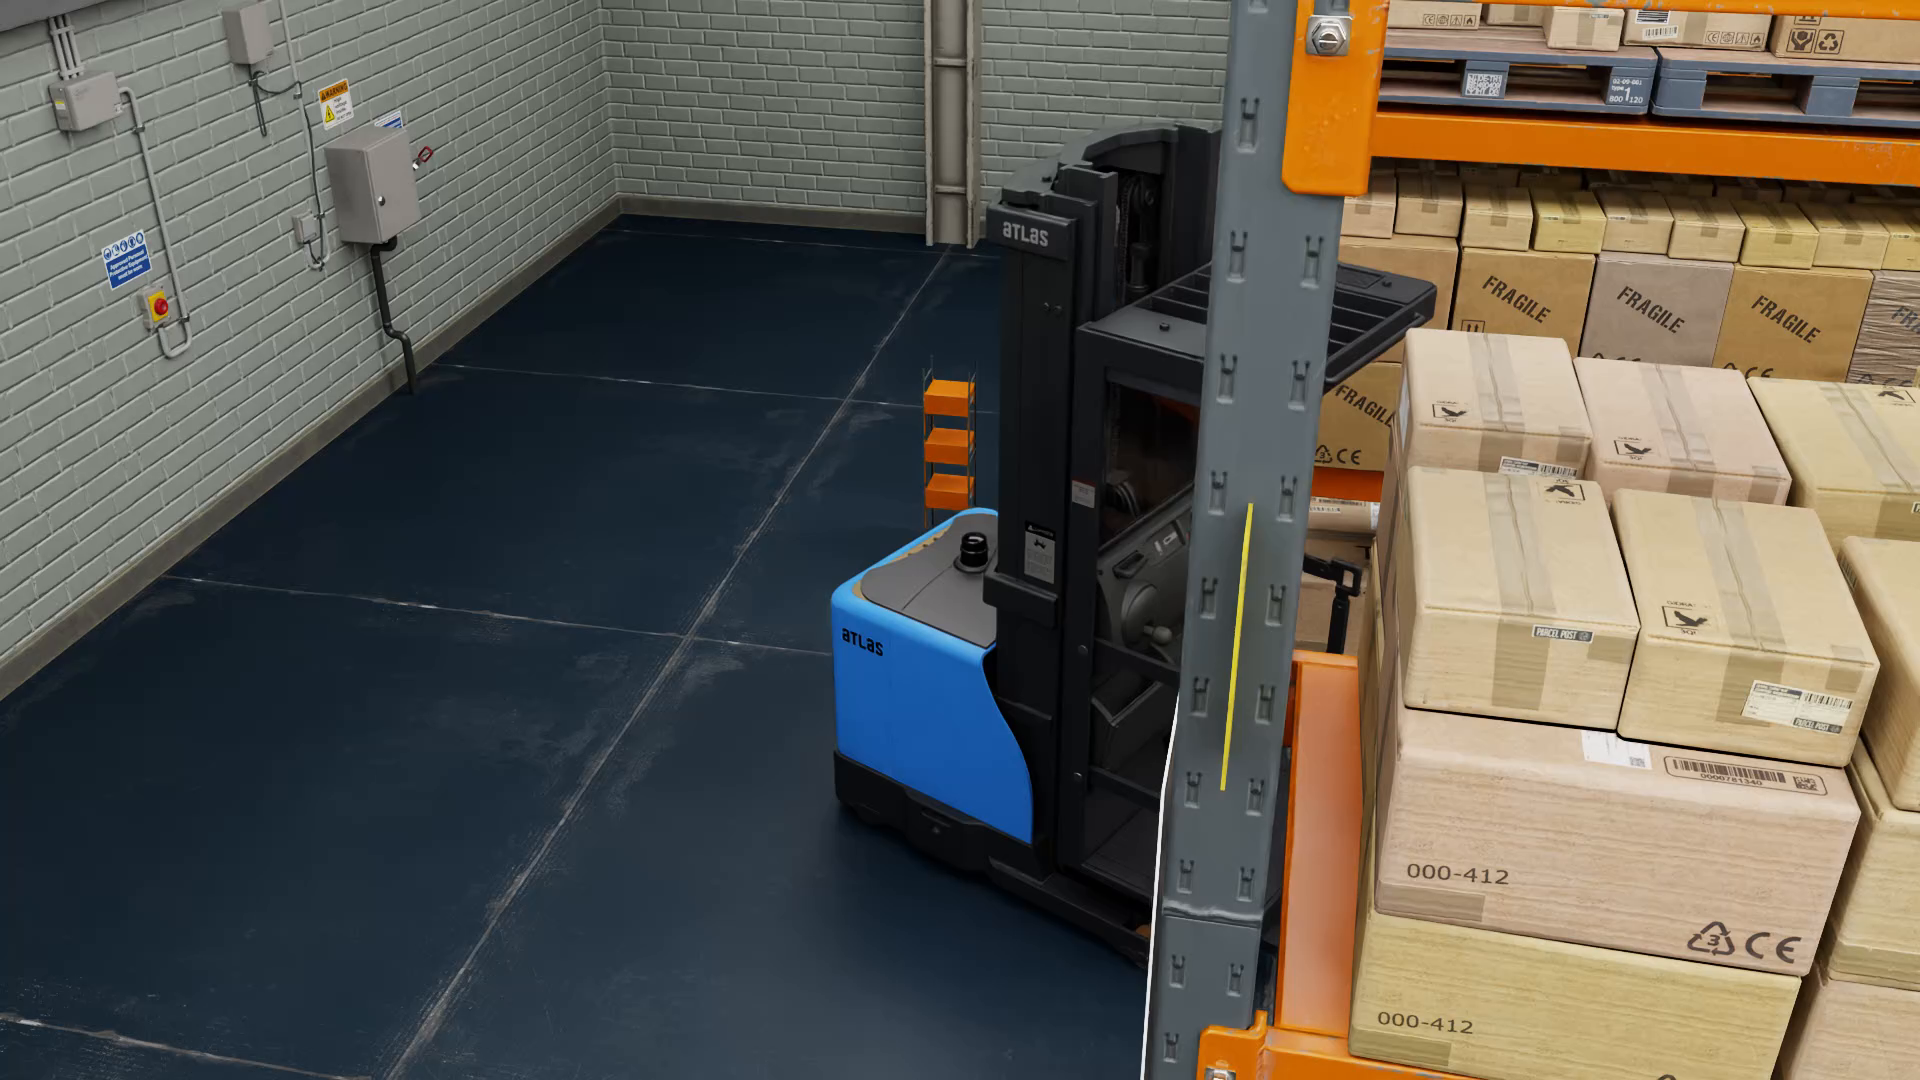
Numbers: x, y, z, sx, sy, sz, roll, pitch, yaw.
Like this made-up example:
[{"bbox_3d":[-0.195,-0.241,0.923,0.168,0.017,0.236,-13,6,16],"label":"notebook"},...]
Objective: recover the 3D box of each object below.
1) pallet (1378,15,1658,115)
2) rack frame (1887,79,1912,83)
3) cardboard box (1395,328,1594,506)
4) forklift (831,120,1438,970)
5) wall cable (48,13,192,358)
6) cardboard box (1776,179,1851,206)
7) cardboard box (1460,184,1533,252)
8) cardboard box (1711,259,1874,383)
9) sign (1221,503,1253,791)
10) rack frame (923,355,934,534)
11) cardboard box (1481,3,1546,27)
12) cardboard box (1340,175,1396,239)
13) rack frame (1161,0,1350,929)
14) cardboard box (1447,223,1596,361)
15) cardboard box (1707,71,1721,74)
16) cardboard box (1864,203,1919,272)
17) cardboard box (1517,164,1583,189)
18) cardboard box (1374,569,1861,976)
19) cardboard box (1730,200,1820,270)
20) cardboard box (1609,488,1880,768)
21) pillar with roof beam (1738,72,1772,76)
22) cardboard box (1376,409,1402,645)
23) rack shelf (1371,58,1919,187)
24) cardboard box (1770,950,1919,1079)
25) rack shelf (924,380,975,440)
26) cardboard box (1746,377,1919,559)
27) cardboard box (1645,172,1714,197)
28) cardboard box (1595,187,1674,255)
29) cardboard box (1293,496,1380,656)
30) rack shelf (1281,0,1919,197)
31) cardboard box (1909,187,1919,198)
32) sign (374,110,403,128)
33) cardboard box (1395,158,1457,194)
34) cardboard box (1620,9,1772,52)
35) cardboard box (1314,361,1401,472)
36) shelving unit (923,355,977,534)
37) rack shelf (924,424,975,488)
[{"bbox_3d":[2.087,-1.975,6.703,1.213,0.211,1.003,6,29,11],"label":"pallet"},{"bbox_3d":[6.304,-2.698,11.055,0.127,3.000,1.000,6,29,11],"label":"rack frame"},{"bbox_3d":[0.810,-0.182,2.555,0.250,0.149,0.380,6,29,10],"label":"cardboard box"},{"bbox_3d":[0.945,0.105,6.006,3.031,2.935,1.130,20,35,32],"label":"forklift"},{"bbox_3d":[-4.160,-1.782,8.290,0.123,1.953,0.585,6,29,11],"label":"wall cable"},{"bbox_3d":[3.531,-1.449,6.952,0.250,0.149,0.380,6,29,11],"label":"cardboard box"},{"bbox_3d":[2.150,-1.296,6.674,0.250,0.149,0.380,7,29,12],"label":"cardboard box"},{"bbox_3d":[3.269,-0.922,6.666,0.500,0.500,0.500,6,29,11],"label":"cardboard box"},{"bbox_3d":[0.311,0.123,1.868,0.005,0.325,0.100,6,29,11],"label":"sign"},{"bbox_3d":[-0.172,-0.478,9.030,0.008,1.050,0.200,6,29,11],"label":"rack frame"},{"bbox_3d":[2.244,-2.194,6.731,0.250,0.149,0.380,4,29,7],"label":"cardboard box"},{"bbox_3d":[1.648,-1.369,6.807,0.250,0.149,0.380,6,29,12],"label":"cardboard box"},{"bbox_3d":[0.424,-1.064,1.824,0.127,3.000,1.000,6,29,11],"label":"rack frame"},{"bbox_3d":[2.276,-1.020,6.844,0.500,0.500,0.500,5,29,9],"label":"cardboard box"},{"bbox_3d":[4.903,-3.366,11.340,0.500,0.500,0.500,5,29,9],"label":"cardboard box"},{"bbox_3d":[3.666,-1.173,6.448,0.250,0.149,0.380,5,29,9],"label":"cardboard box"},{"bbox_3d":[2.513,-1.548,7.133,0.250,0.149,0.380,7,29,12],"label":"cardboard box"},{"bbox_3d":[0.809,0.265,2.155,0.500,0.250,0.500,6,29,11],"label":"cardboard box"},{"bbox_3d":[3.156,-1.194,6.486,0.250,0.149,0.380,5,29,9],"label":"cardboard box"},{"bbox_3d":[0.939,0.096,2.047,0.250,0.149,0.380,7,29,13],"label":"cardboard box"},{"bbox_3d":[4.912,-3.801,6.822,0.400,9.000,9.100,6,29,11],"label":"pillar with roof beam"},{"bbox_3d":[0.928,0.024,2.594,0.500,0.250,0.500,5,29,9],"label":"cardboard box"},{"bbox_3d":[3.315,-1.567,6.615,4.000,0.370,1.077,6,29,11],"label":"rack shelf"},{"bbox_3d":[1.324,0.537,2.178,0.500,0.250,0.500,7,29,12],"label":"cardboard box"},{"bbox_3d":[-0.052,-0.705,8.877,0.240,0.259,0.215,6,29,11],"label":"rack shelf"},{"bbox_3d":[1.282,-0.086,2.380,0.250,0.149,0.380,5,29,9],"label":"cardboard box"},{"bbox_3d":[3.011,-1.491,7.028,0.250,0.149,0.380,7,29,12],"label":"cardboard box"},{"bbox_3d":[2.679,-1.277,6.638,0.250,0.149,0.380,6,29,11],"label":"cardboard box"},{"bbox_3d":[2.025,0.191,8.008,0.875,0.438,0.875,5,29,9],"label":"cardboard box"},{"bbox_3d":[2.380,-0.547,1.631,4.000,0.370,1.077,6,29,11],"label":"rack shelf"},{"bbox_3d":[4.019,-1.405,6.872,0.250,0.149,0.380,5,29,9],"label":"cardboard box"},{"bbox_3d":[-3.678,-2.505,10.801,0.001,0.494,0.329,6,29,11],"label":"sign"},{"bbox_3d":[2.005,-1.579,7.189,0.250,0.149,0.380,6,29,11],"label":"cardboard box"},{"bbox_3d":[2.812,-2.099,6.388,0.500,0.311,0.500,6,29,11],"label":"cardboard box"},{"bbox_3d":[1.768,-0.629,7.171,0.500,0.500,0.500,6,29,10],"label":"cardboard box"},{"bbox_3d":[-0.052,-0.466,9.008,0.252,1.050,0.215,6,29,11],"label":"shelving unit"},{"bbox_3d":[-0.052,-0.457,9.013,0.240,0.259,0.215,6,29,11],"label":"rack shelf"}]
